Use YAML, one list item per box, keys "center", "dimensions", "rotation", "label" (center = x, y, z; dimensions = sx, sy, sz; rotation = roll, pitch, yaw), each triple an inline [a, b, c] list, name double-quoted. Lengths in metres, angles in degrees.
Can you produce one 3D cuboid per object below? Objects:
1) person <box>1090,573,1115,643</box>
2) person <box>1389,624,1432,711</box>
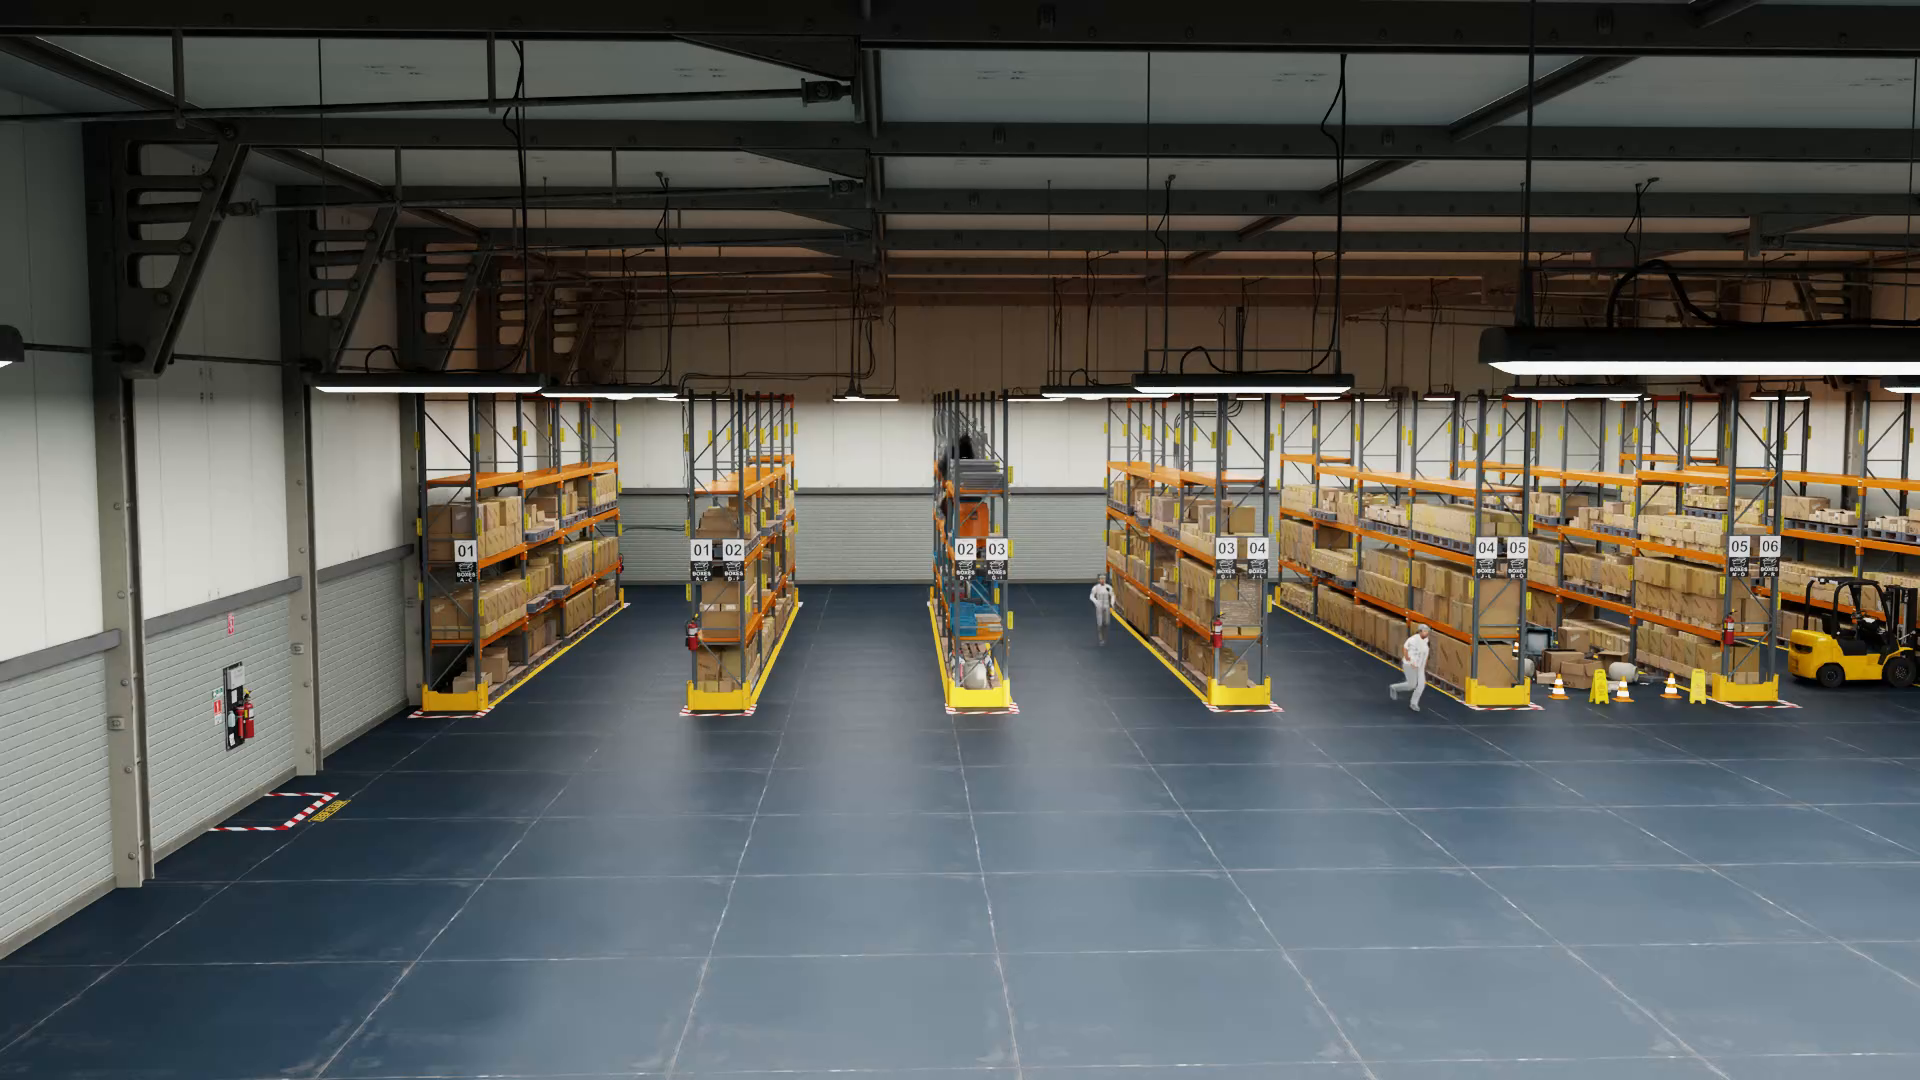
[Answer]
- center: [3.349, 1.587, 38.931]
  dimensions: [0.612, 1.658, 0.544]
  rotation: [0, 5, -1]
  label: "person"
- center: [8.565, 2.372, 31.459]
  dimensions: [0.618, 1.610, 0.756]
  rotation: [-4, 6, -39]
  label: "person"
